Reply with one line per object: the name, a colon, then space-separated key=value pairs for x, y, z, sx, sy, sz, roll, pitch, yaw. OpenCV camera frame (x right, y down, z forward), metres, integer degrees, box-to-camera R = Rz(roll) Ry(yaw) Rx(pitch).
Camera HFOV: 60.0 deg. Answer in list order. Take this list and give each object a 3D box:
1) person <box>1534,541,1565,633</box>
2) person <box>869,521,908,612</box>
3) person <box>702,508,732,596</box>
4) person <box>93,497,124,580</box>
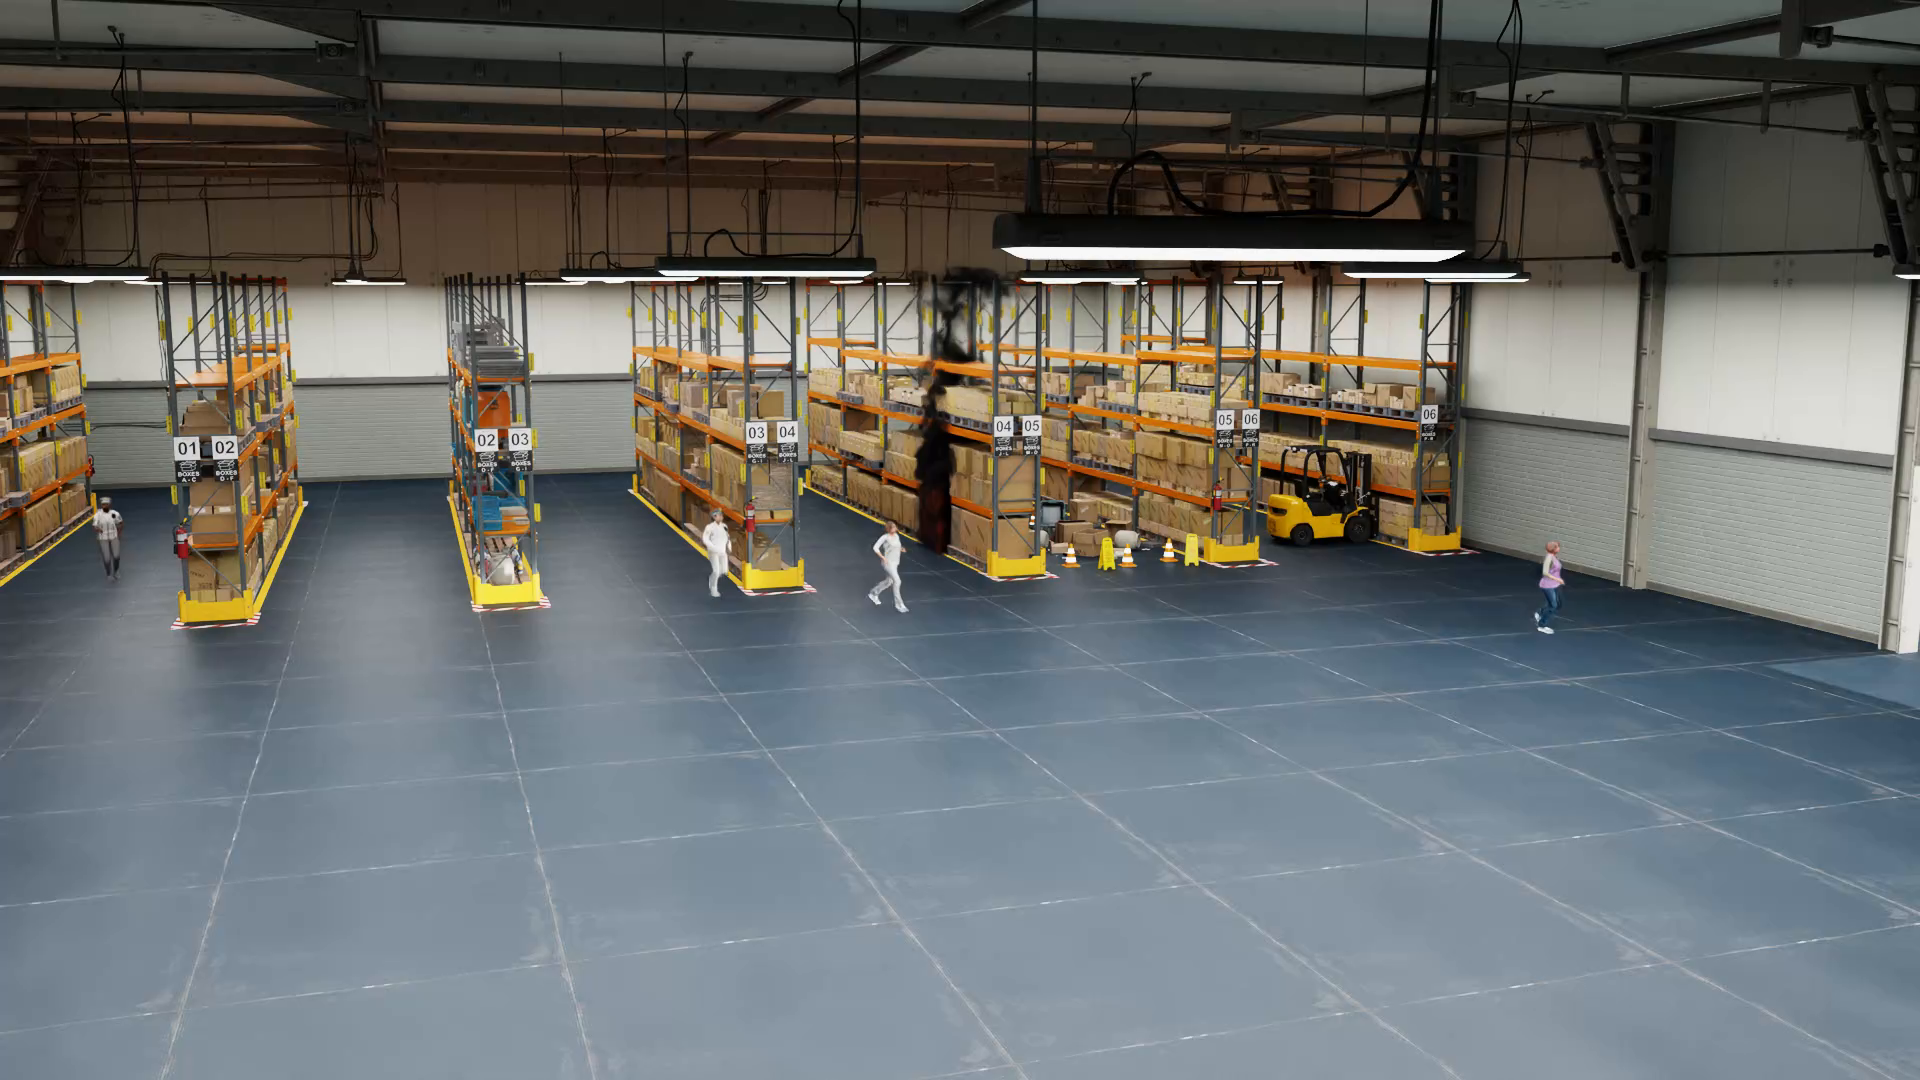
person: x=9.855 y=0.783 z=27.756 sx=0.530 sy=1.567 sz=0.543 roll=6 pitch=10 yaw=33
person: x=-1.264 y=0.453 z=29.795 sx=0.806 sy=1.613 sz=0.524 roll=4 pitch=10 yaw=27
person: x=-4.526 y=0.223 z=31.219 sx=0.669 sy=1.658 sz=0.511 roll=-7 pitch=11 yaw=-40
person: x=-16.674 y=-0.013 z=32.600 sx=0.563 sy=1.663 sz=0.563 roll=-5 pitch=10 yaw=-28
